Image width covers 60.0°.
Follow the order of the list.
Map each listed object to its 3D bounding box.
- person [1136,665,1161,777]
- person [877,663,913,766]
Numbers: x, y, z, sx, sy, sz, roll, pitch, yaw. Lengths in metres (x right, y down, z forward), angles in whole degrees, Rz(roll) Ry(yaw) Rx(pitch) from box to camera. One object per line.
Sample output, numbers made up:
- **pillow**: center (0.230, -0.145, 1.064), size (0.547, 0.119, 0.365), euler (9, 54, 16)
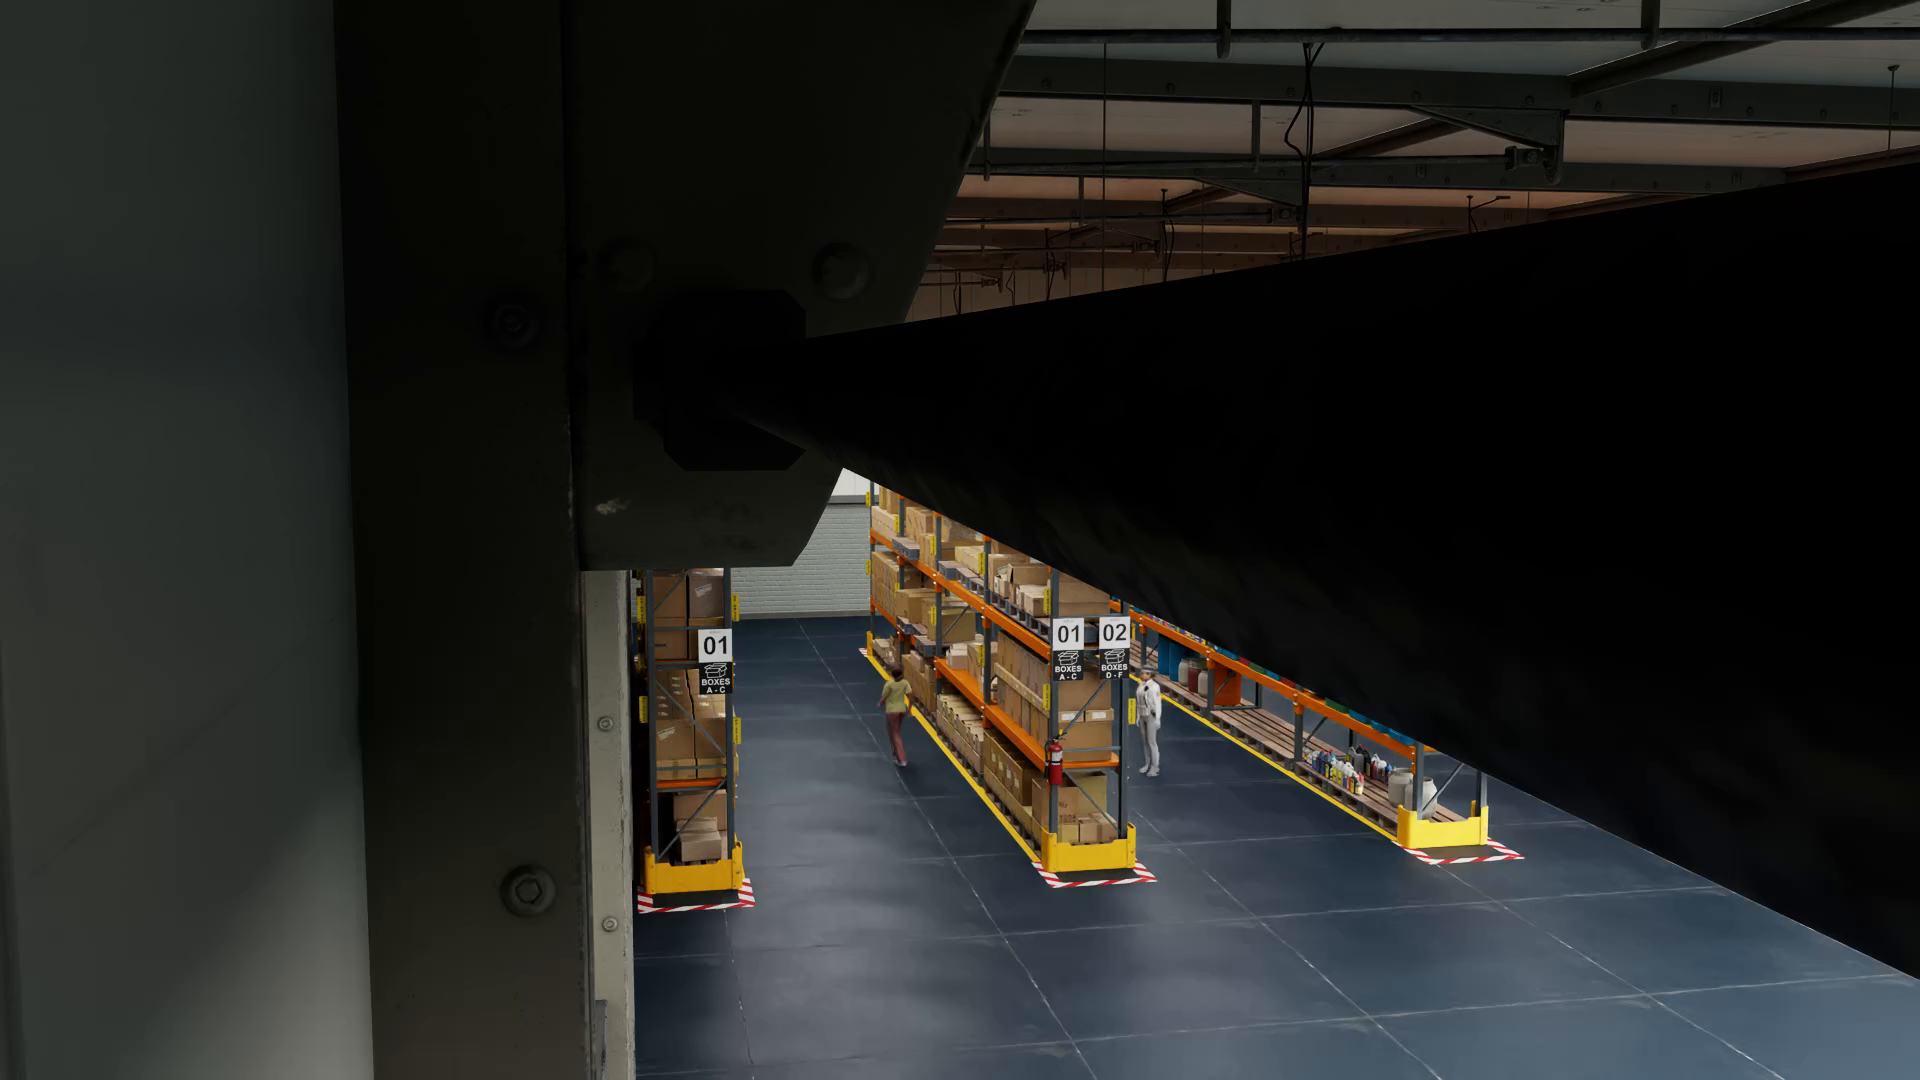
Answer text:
- **person**: center (2.944, 2.803, 25.937), size (0.349, 1.721, 0.581), euler (-3, 7, -24)
- **person**: center (-1.062, 2.786, 26.493), size (0.614, 1.698, 0.517), euler (6, 8, 44)
